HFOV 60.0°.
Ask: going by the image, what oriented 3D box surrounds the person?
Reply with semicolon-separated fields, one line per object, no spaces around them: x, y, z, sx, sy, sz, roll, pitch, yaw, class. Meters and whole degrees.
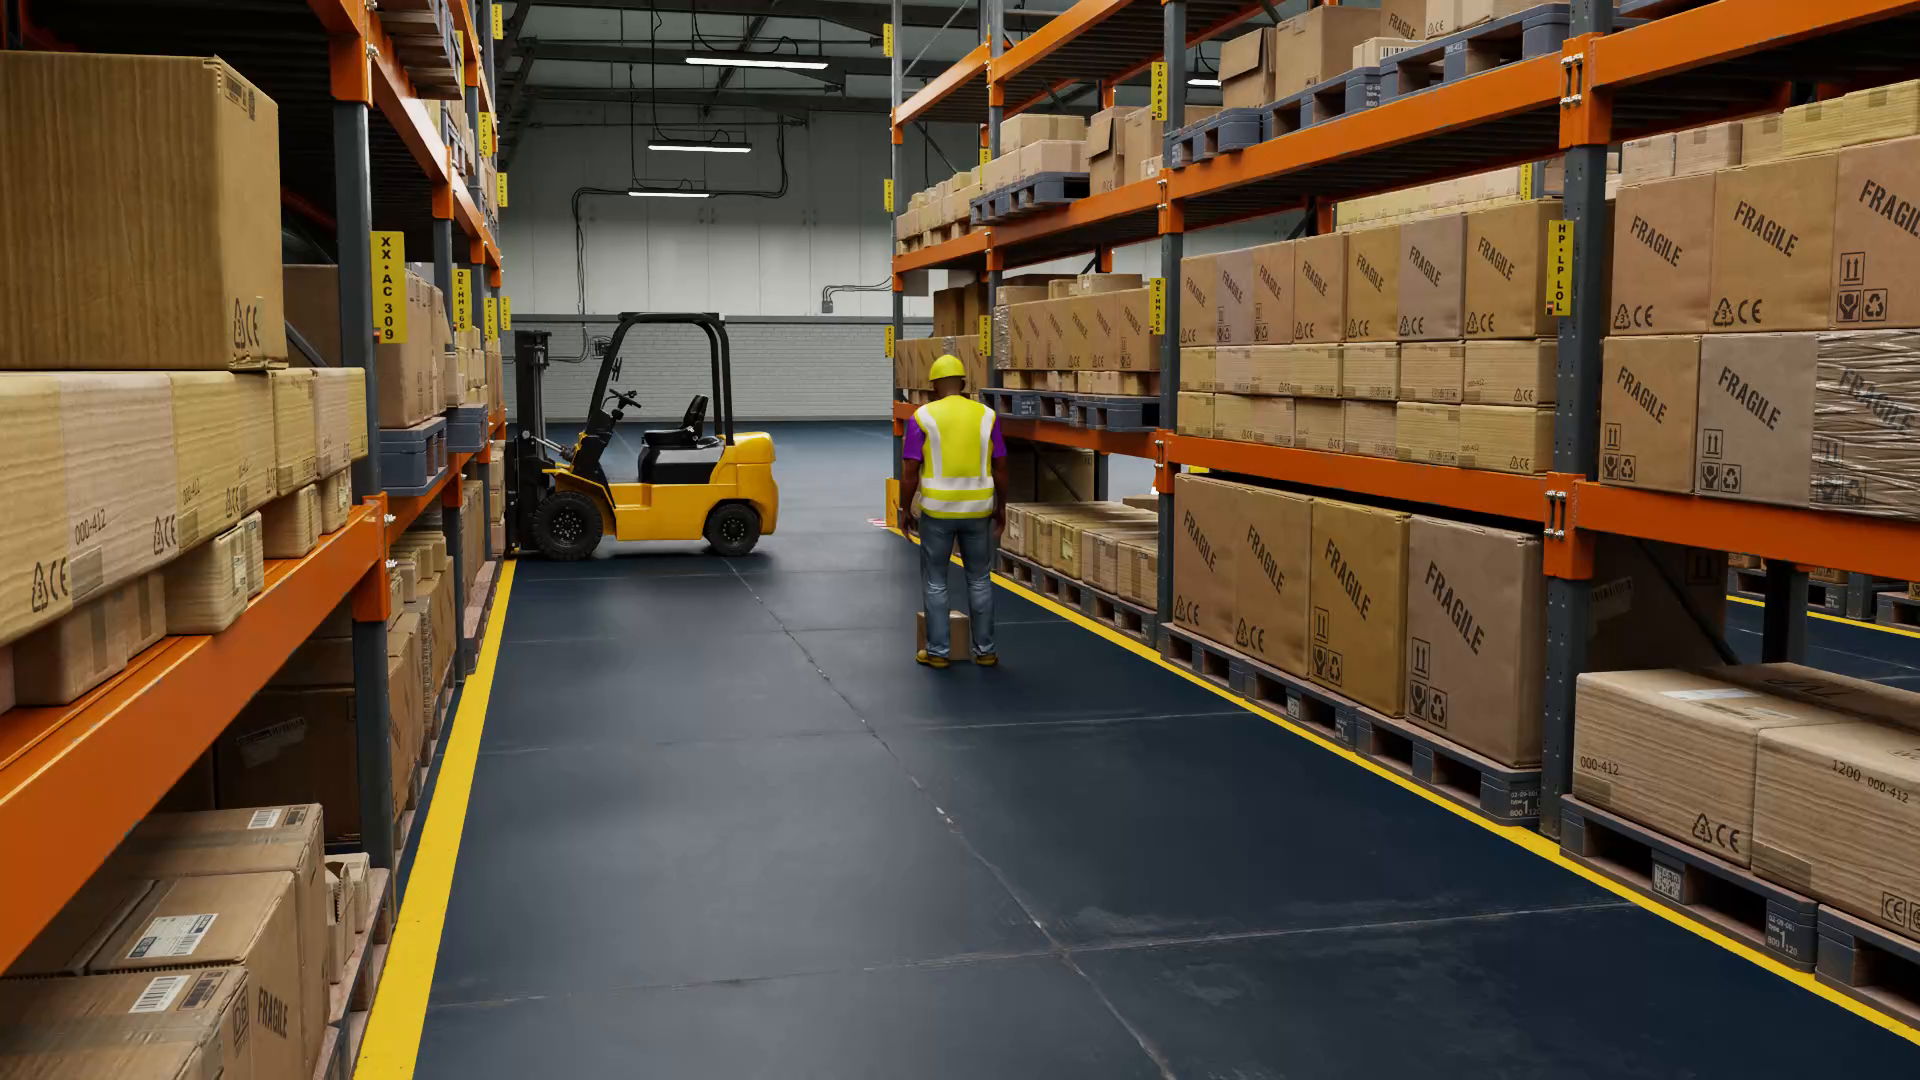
-0.035;-0.166;9.427;0.627;1.761;0.460;-2;6;-14;person
